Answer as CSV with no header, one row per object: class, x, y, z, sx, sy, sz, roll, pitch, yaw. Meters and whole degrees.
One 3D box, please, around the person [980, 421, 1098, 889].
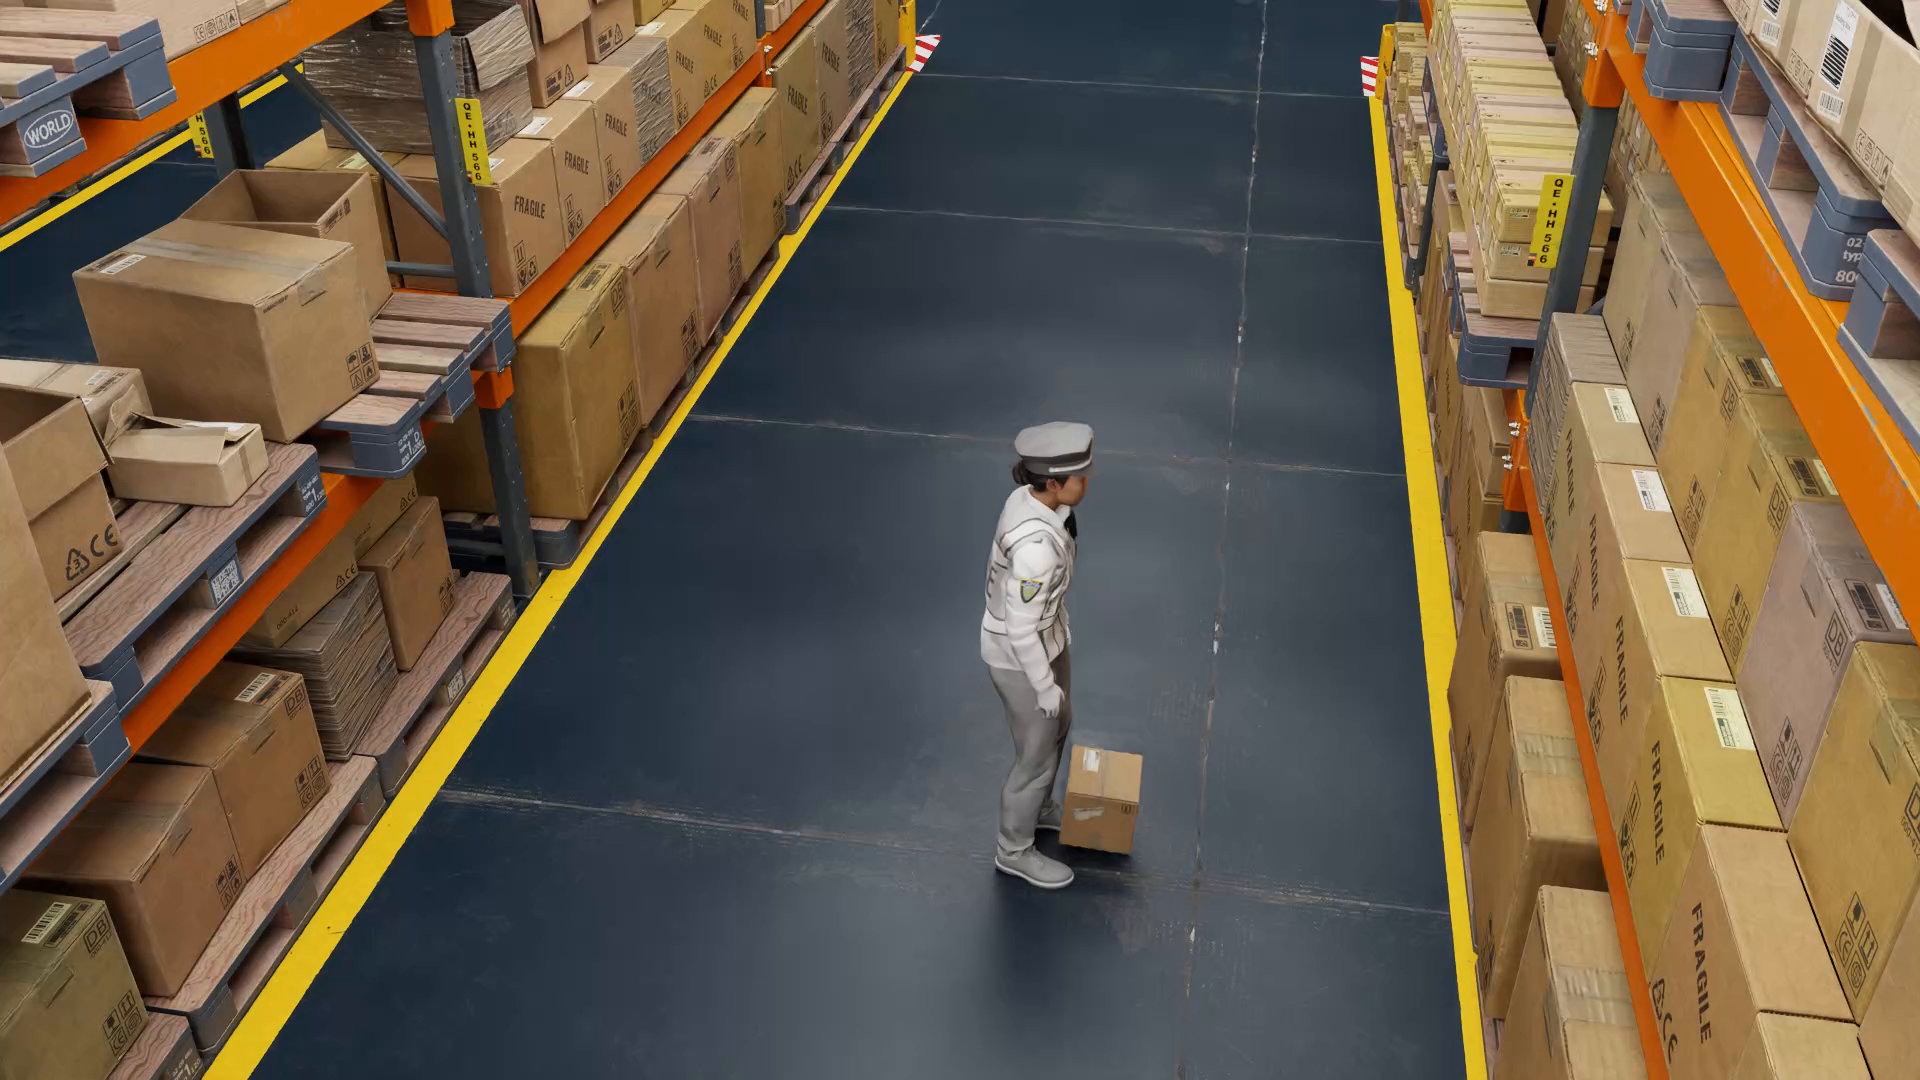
person,0.275,0.374,5.548,0.412,1.665,0.513,4,33,7
